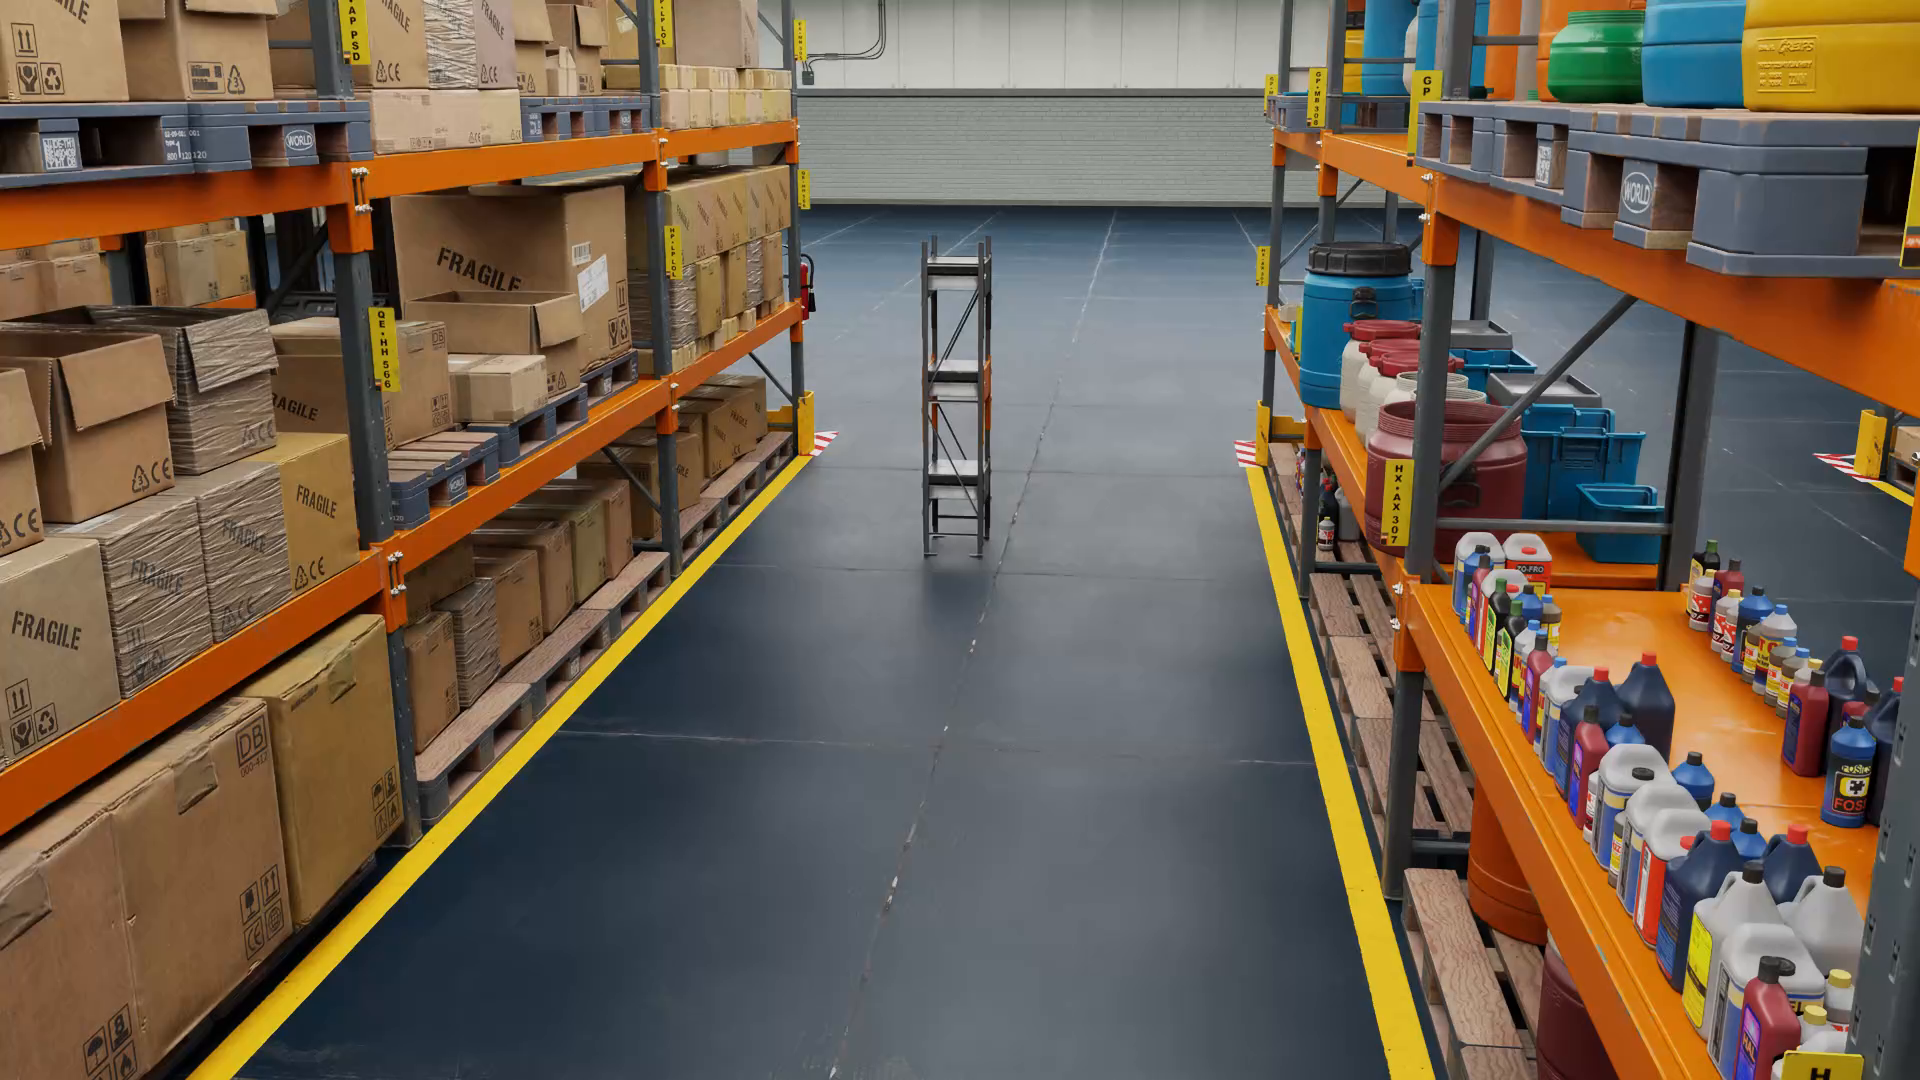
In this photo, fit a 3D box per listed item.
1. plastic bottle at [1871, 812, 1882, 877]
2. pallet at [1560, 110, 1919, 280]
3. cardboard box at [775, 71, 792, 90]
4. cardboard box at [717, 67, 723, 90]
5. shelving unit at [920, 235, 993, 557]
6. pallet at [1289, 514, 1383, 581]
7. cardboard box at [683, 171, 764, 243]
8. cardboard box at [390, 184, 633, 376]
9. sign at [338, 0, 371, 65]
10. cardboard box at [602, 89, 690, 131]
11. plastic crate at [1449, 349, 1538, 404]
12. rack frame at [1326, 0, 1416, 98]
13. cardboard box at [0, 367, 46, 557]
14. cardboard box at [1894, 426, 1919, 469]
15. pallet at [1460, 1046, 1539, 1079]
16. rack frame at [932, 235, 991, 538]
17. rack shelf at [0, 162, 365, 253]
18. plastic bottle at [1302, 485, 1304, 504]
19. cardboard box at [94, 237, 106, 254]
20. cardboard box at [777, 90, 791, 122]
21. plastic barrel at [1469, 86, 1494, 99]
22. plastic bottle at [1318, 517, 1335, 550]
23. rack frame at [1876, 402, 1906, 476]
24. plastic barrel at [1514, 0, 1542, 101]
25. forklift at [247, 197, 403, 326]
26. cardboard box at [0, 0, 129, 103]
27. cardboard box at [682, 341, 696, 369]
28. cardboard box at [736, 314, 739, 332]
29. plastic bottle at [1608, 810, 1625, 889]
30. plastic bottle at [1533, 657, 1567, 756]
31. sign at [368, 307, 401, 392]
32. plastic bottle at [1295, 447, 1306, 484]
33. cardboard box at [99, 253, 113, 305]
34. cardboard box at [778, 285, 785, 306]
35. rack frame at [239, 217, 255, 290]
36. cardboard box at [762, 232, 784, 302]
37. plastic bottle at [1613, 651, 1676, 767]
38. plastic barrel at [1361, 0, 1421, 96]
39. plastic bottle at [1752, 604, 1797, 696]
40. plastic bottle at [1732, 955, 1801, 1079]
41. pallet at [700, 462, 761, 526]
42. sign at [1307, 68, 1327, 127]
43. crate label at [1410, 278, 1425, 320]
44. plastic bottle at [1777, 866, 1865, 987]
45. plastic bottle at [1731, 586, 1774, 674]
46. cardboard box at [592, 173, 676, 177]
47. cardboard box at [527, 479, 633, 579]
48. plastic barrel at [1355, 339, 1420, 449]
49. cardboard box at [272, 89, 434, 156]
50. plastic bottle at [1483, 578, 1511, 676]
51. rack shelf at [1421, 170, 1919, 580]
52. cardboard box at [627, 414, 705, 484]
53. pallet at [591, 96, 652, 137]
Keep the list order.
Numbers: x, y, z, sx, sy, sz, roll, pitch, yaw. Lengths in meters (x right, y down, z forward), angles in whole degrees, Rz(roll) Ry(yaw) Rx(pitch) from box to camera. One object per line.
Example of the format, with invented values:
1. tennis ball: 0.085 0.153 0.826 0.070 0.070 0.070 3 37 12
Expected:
1. plastic bottle: 2.137 0.682 3.774 0.097 0.201 0.097 0 15 0
2. pallet: 1.693 -0.569 2.635 1.213 0.211 1.003 2 15 6
3. cardboard box: -1.586 -3.751 13.565 0.380 0.149 0.250 2 15 6
4. cardboard box: -1.864 -3.209 11.562 0.380 0.149 0.250 1 15 5
5. shelving unit: -0.019 -0.971 11.229 0.431 2.100 0.503 2 15 6
6. pallet: 2.722 0.092 10.917 1.003 0.211 1.213 2 15 6
7. cardboard box: -1.791 -2.529 12.593 0.500 0.500 0.500 2 15 6
8. cardboard box: -2.545 -1.517 9.573 1.000 1.000 1.000 2 15 7
9. sign: -2.217 -1.907 6.078 0.100 0.325 0.005 2 15 6
10. cardboard box: -2.011 -2.712 10.484 0.500 0.250 0.500 1 15 4
11. plastic crate: 2.789 -0.778 8.823 0.392 0.384 0.575 2 15 6
12. rack frame: 2.605 -3.977 9.130 1.000 3.000 0.127 2 15 6
13. cardboard box: -3.012 -0.190 4.504 0.797 0.503 0.637 2 15 8
14. cardboard box: 7.696 -0.714 13.020 0.500 0.250 0.500 2 15 6
15. pallet: 1.966 1.824 4.513 1.003 0.211 1.213 2 15 6
16. rack frame: 0.009 -1.034 11.463 0.400 2.100 0.015 2 15 6
17. rack shelf: -2.994 -0.771 4.400 1.077 0.370 4.000 2 15 6
18. plastic bottle: 2.469 -0.385 11.724 0.097 0.271 0.097 0 15 0
19. cardboard box: -6.962 -2.507 12.832 0.875 0.550 0.500 2 15 6
20. cardboard box: -1.667 -3.507 13.427 0.500 0.250 0.500 2 15 8
21. plastic barrel: 2.065 -1.761 6.948 0.301 0.262 0.301 0 15 0
22. plastic bottle: 2.336 -0.046 10.603 0.097 0.201 0.097 0 15 0
23. rack frame: 7.977 -1.971 13.207 1.000 3.000 0.127 2 15 6
24. plastic barrel: 2.462 -1.940 6.383 0.600 0.901 0.600 0 15 0
25. forklift: -4.661 -1.590 11.928 1.130 2.935 3.031 3 15 10
26. cardboard box: -2.775 -1.502 4.726 0.500 0.500 0.500 3 15 9
27. cardboard box: -1.952 -1.217 10.897 0.380 0.149 0.250 2 15 6
28. cardboard box: -1.854 -1.608 12.344 0.380 0.149 0.250 2 15 6
29. plastic bottle: 1.524 0.687 3.756 0.097 0.201 0.097 0 15 0
30. plastic bottle: 1.613 0.450 4.497 0.097 0.271 0.097 0 15 0
31. sign: -2.216 -0.733 6.407 0.100 0.325 0.005 2 15 6
32. plastic bottle: 2.542 -0.553 12.343 0.097 0.271 0.097 0 15 0
33. cardboard box: -7.026 -1.988 12.980 0.875 0.550 0.500 2 15 6
34. cardboard box: -1.692 -2.063 14.026 0.380 0.149 0.250 2 15 6
35. rack frame: -6.782 -2.437 14.926 1.000 3.000 0.127 2 15 6
36. cardboard box: -1.892 -2.181 13.220 0.875 0.500 0.500 2 15 6
37. plastic bottle: 1.771 0.454 4.332 0.144 0.351 0.185 2 15 6
38. plastic barrel: 2.823 -3.229 10.344 0.600 0.901 0.708 2 15 6
39. plastic bottle: 2.430 0.326 4.955 0.097 0.271 0.097 0 15 0
40. plastic bottle: 1.406 0.877 2.895 0.061 0.283 0.133 2 15 6
41. pallet: -2.141 -0.373 12.638 1.003 0.211 1.213 2 15 6
42. sign: 2.059 -2.552 9.591 0.100 0.325 0.005 2 15 6
43. crate label: 3.117 -1.650 11.950 0.502 0.435 0.616 2 15 6
44. plastic bottle: 1.624 0.774 3.148 0.144 0.351 0.185 2 15 6
45. plastic bottle: 2.452 0.276 5.142 0.097 0.271 0.097 0 15 0
46. cardboard box: -2.367 -2.415 12.170 0.500 0.500 0.500 2 15 6
47. cardboard box: -2.407 -0.074 10.135 0.700 0.500 0.500 1 15 2
48. plastic barrel: 2.196 -0.715 8.298 0.433 0.535 0.433 0 15 0
49. cardboard box: -2.462 -1.679 6.667 0.500 0.250 0.500 2 15 7
50. plastic bottle: 1.671 0.269 5.144 0.061 0.283 0.133 2 15 6
51. rack shelf: 1.928 -0.625 3.860 1.077 0.370 4.000 2 15 6
52. cardboard box: -2.183 -0.638 12.258 0.500 0.500 0.500 0 15 1
53. pallet: -2.492 -2.427 9.505 1.213 0.211 1.003 2 15 6
